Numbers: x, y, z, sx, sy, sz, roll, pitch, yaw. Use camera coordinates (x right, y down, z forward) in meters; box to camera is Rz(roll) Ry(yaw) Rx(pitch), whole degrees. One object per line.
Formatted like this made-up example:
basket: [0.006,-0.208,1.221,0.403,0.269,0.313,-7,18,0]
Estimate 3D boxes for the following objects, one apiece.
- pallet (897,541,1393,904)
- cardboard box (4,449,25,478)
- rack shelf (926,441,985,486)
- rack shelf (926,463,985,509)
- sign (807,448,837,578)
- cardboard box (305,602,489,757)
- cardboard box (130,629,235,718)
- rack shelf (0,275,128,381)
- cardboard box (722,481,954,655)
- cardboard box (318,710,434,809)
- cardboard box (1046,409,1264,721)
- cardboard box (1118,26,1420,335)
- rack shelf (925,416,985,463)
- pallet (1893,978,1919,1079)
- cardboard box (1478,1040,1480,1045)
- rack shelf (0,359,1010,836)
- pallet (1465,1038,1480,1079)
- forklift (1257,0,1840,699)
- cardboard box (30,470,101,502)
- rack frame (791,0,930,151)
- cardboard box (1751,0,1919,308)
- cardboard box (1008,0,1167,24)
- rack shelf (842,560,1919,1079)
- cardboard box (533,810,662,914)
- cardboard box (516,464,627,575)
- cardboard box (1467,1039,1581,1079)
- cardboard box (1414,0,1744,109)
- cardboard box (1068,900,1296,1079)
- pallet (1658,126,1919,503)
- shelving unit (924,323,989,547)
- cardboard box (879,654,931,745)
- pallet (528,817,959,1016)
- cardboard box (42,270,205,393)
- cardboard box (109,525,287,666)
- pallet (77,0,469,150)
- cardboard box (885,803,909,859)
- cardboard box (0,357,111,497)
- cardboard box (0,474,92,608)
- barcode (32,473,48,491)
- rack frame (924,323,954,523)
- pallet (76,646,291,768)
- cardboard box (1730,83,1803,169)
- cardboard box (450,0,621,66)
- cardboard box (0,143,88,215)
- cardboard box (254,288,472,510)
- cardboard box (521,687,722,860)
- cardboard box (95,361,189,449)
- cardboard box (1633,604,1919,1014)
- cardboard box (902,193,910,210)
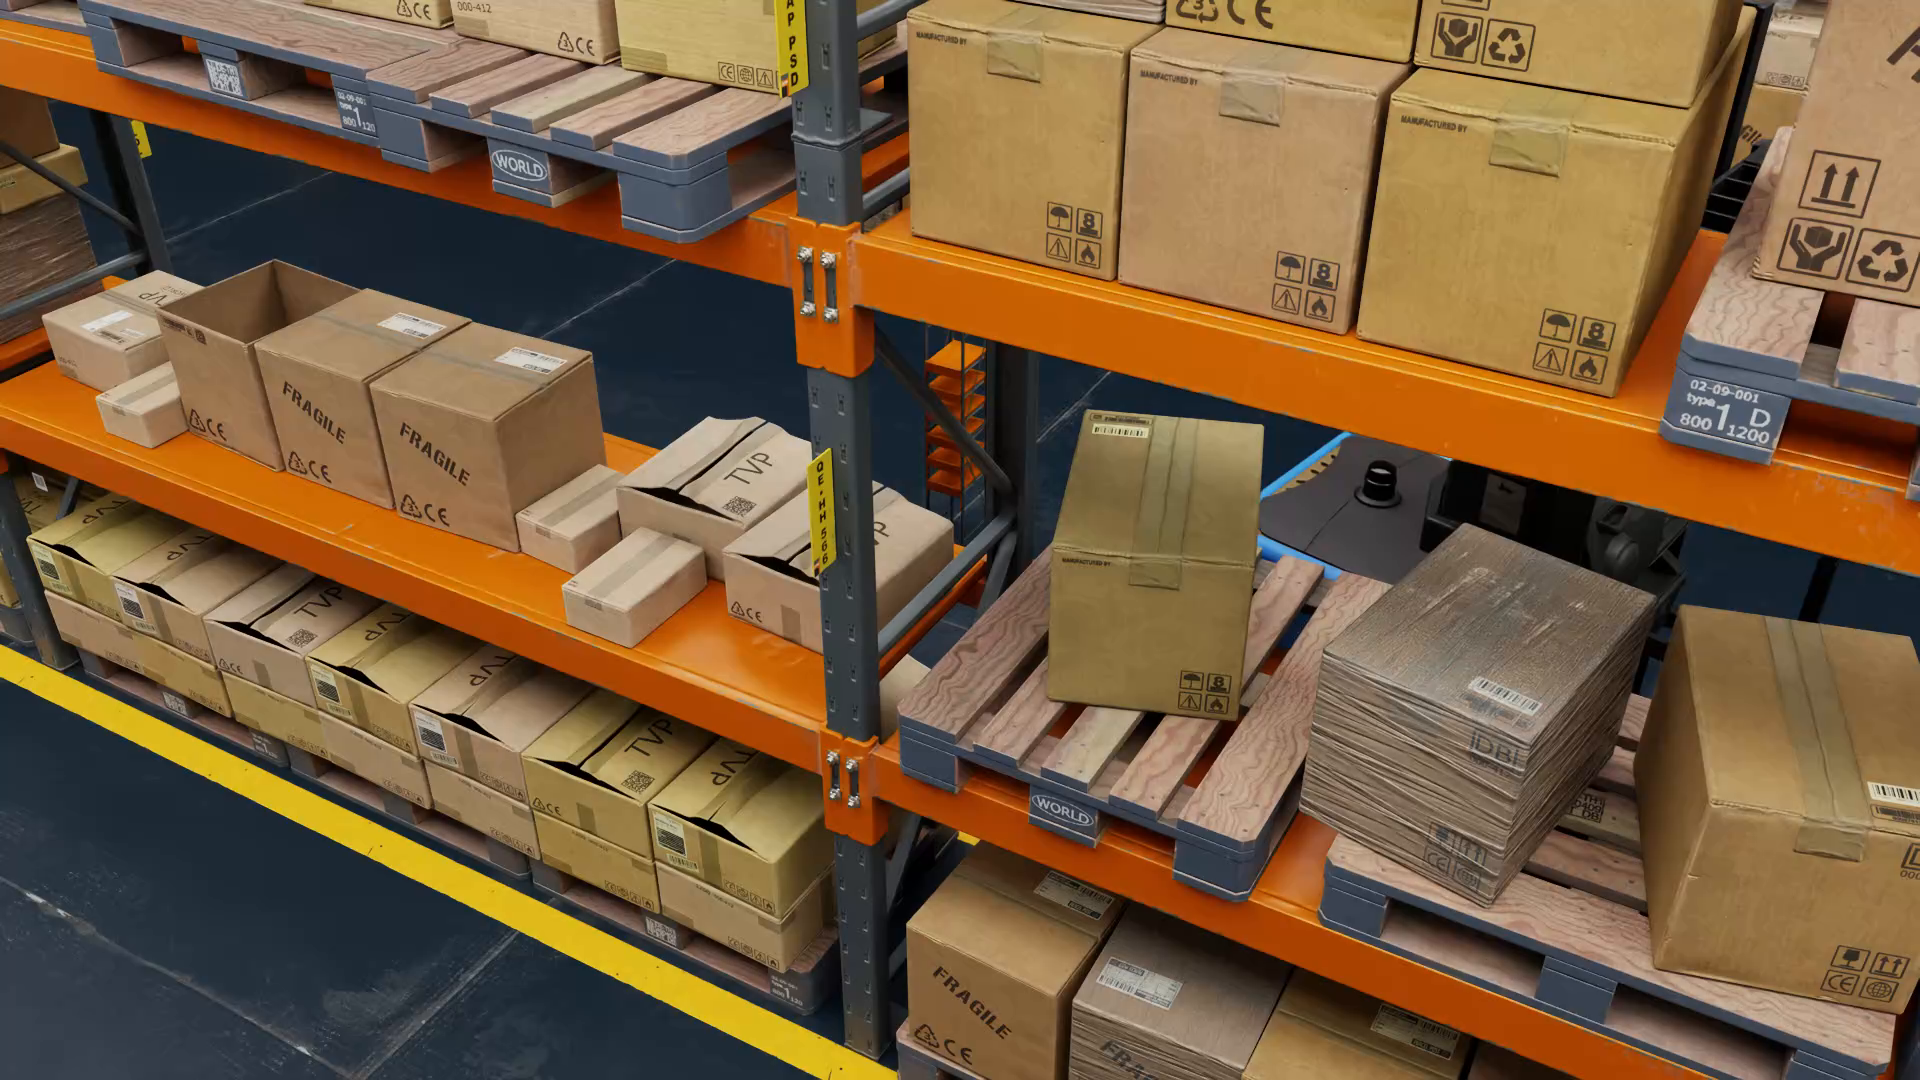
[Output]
pallet: [0.556,0.382,4.643,1.003,0.211,1.213,18,37,24]
cardboard box: [-4.480,-0.459,7.158,0.500,0.500,0.500,18,37,24]
rack shelf: [-0.013,-0.367,7.515,0.180,0.103,0.258,18,37,24]
rack shelf: [-0.013,-0.267,7.581,0.180,0.103,0.258,18,37,24]
sign: [-0.340,-0.065,4.096,0.005,0.325,0.100,18,37,24]
cardboard box: [-1.970,0.441,5.977,0.500,0.311,0.500,19,38,26]
cardboard box: [-2.870,0.390,6.559,0.500,0.250,0.500,19,38,26]
rack shelf: [-5.277,-1.201,7.497,4.000,0.370,1.077,18,37,24]
cardboard box: [-0.361,0.065,5.026,0.500,0.311,0.500,20,39,27]
cardboard box: [-1.978,0.672,6.137,0.500,0.250,0.500,18,38,25]
cardboard box: [0.535,0.052,4.497,0.500,0.500,0.700,6,34,9]
cardboard box: [0.771,-0.897,3.594,0.500,0.500,0.910,18,37,24]
rack shelf: [-0.013,-0.466,7.448,0.180,0.103,0.258,18,37,24]
pallet: [2.766,1.057,3.630,1.213,0.211,1.003,18,37,24]
cardboard box: [1.769,1.435,4.748,0.500,0.500,0.500,16,37,23]
rack shelf: [-1.804,-0.101,5.845,4.000,0.370,1.077,18,37,24]
pallet: [1.617,1.870,4.752,1.213,0.211,1.003,18,37,24]
forklift: [2.341,-0.047,5.177,3.031,2.935,1.130,26,42,34]
cardboard box: [-3.792,-0.255,7.528,0.500,0.250,0.500,18,37,24]
rack frame: [-0.067,-2.348,3.157,0.127,3.000,1.000,18,37,24]
cardboard box: [1.845,-0.797,2.974,0.600,0.600,0.600,16,37,23]
cardboard box: [0.308,-1.434,3.499,0.500,0.500,0.500,18,37,24]
rack shelf: [1.669,0.999,4.193,4.000,0.370,1.077,18,37,24]
cardboard box: [-1.094,0.952,5.717,0.500,0.250,0.500,17,37,24]
cardboard box: [-1.203,-0.070,5.375,0.250,0.149,0.380,21,39,28]
cardboard box: [1.532,1.692,4.361,0.500,0.500,0.500,16,37,23]
cardboard box: [1.194,-1.153,3.077,0.500,0.500,0.500,18,37,24]
cardboard box: [0.643,1.411,4.784,0.500,0.500,0.500,16,37,23]
pallet: [1.972,-0.418,3.134,1.003,0.211,1.213,18,37,24]
shelving unit: [-0.013,-0.503,7.423,0.189,1.200,0.258,18,37,24]
cardboard box: [-0.376,0.600,5.738,0.500,0.311,0.500,19,38,26]
pallet: [-0.763,1.065,5.961,1.213,0.211,1.003,18,37,24]
cardboard box: [-3.091,-0.774,6.341,0.500,0.250,0.500,20,39,27]
cardboard box: [-2.873,0.159,6.401,0.500,0.311,0.500,17,37,24]
pallet: [-1.673,-1.470,4.716,1.213,0.211,1.003,19,38,27]
cardboard box: [-0.376,0.834,5.894,0.500,0.250,0.500,17,37,24]
cardboard box: [-3.788,-0.571,7.327,0.500,0.500,0.500,18,37,24]
cardboard box: [-4.051,-0.003,7.151,0.500,0.250,0.500,18,37,24]
barcode: [-3.525,-0.223,6.370,0.075,0.075,0.001,18,37,24]
rack frame: [-0.092,-0.529,7.461,0.006,1.200,0.240,18,37,24]
pallet: [-2.881,0.394,6.968,1.213,0.211,1.003,18,37,24]
cardboard box: [3.562,-1.867,7.471,0.500,0.500,0.500,17,37,24]
cardboard box: [-0.953,-1.445,4.263,0.500,0.250,0.500,19,38,26]
cardboard box: [-3.677,-1.429,6.515,0.250,0.149,0.380,18,37,24]
cardboard box: [-1.989,-0.491,5.690,0.500,0.500,0.500,18,38,24]
cardboard box: [-1.099,0.720,5.558,0.500,0.311,0.500,17,37,24]
cardboard box: [-2.872,-0.504,6.027,0.250,0.149,0.380,18,37,24]
cardboard box: [1.841,0.577,3.708,0.500,0.500,0.700,8,35,12]
cardboard box: [0.035,-2.166,10.155,0.500,0.500,0.700,17,37,23]
